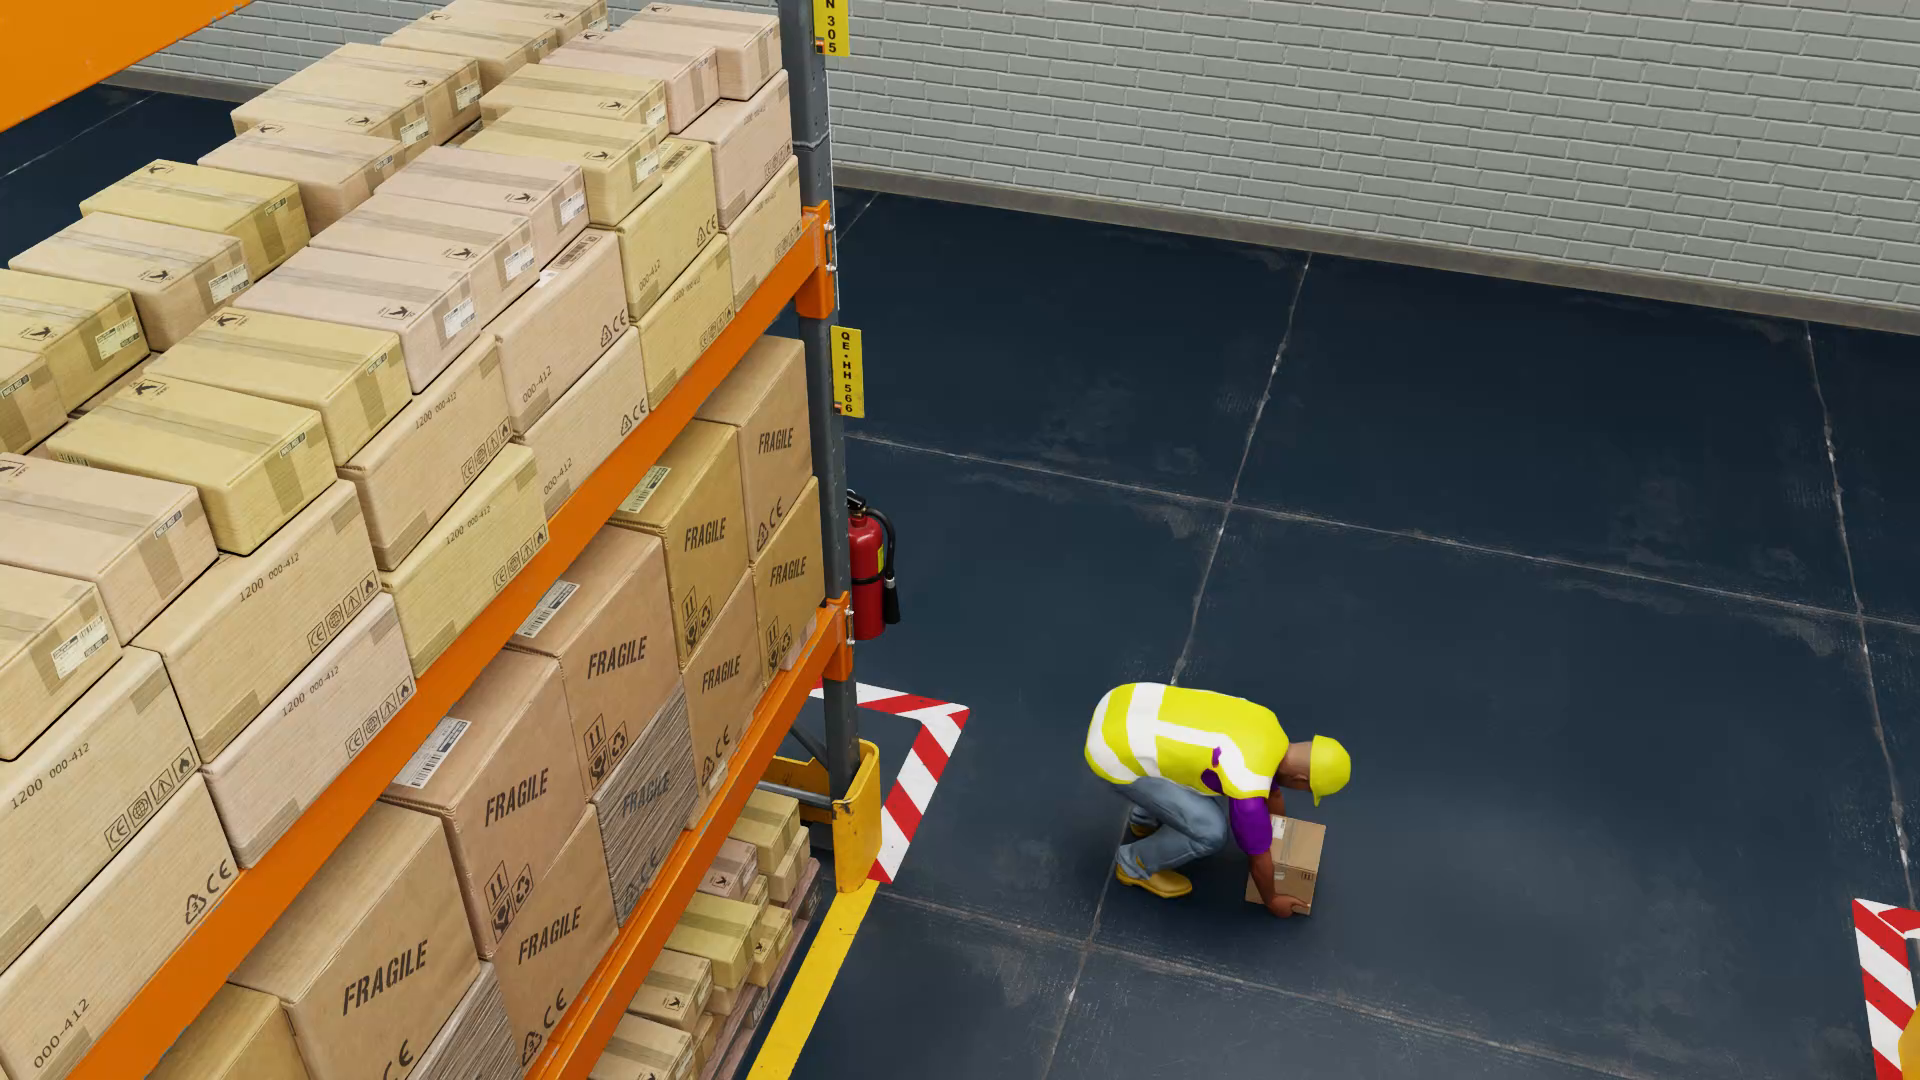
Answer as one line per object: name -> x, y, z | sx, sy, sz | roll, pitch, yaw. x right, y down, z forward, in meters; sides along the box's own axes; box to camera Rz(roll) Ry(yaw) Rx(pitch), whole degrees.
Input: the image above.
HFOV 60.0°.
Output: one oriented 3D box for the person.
person -> 0.966, 0.964, 6.369 | 0.980, 0.862, 0.517 | 9, 38, 12
